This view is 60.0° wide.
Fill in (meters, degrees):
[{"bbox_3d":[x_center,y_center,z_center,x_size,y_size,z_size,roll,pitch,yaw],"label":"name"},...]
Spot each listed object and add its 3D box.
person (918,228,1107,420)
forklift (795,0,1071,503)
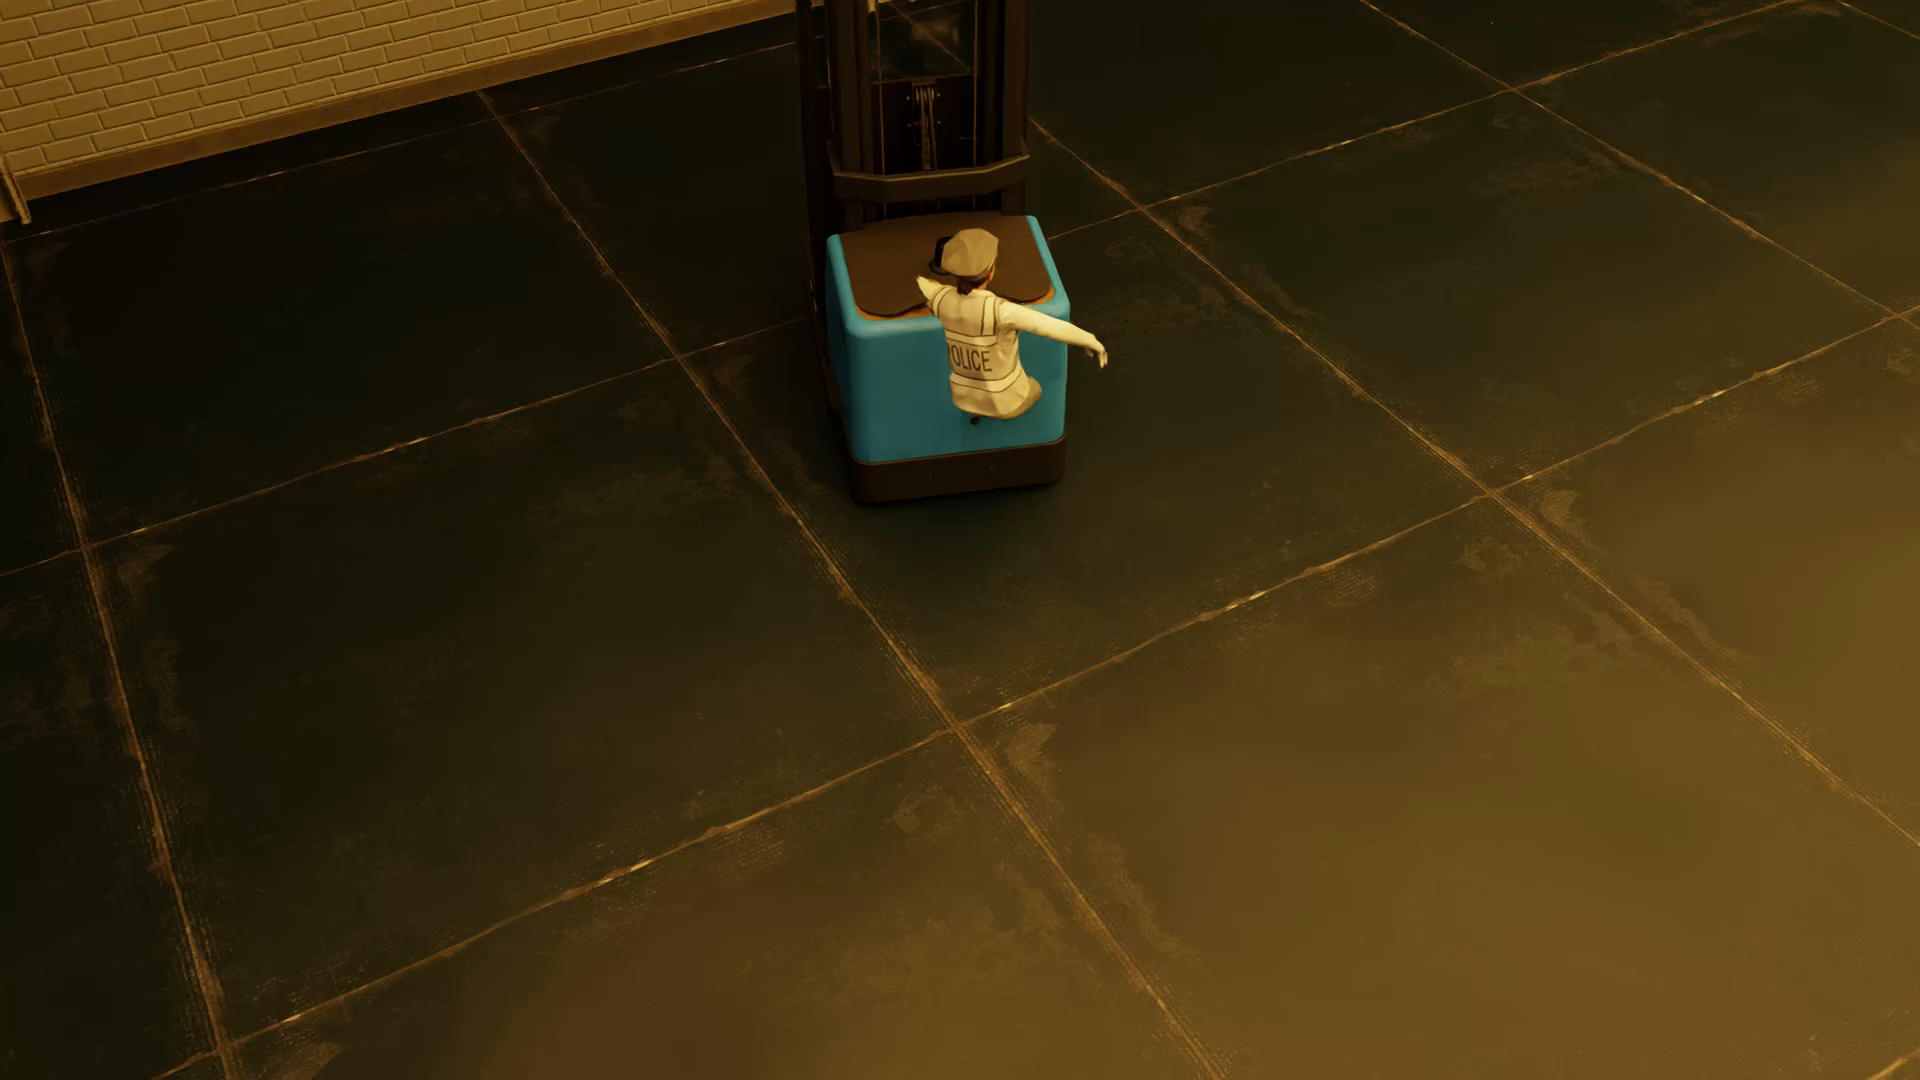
[{"bbox_3d":[0.245,-0.886,7.734,0.984,1.453,0.798,18,46,19],"label":"person"},{"bbox_3d":[-0.255,-2.263,8.138,1.130,2.935,3.031,-7,43,-7],"label":"forklift"}]
